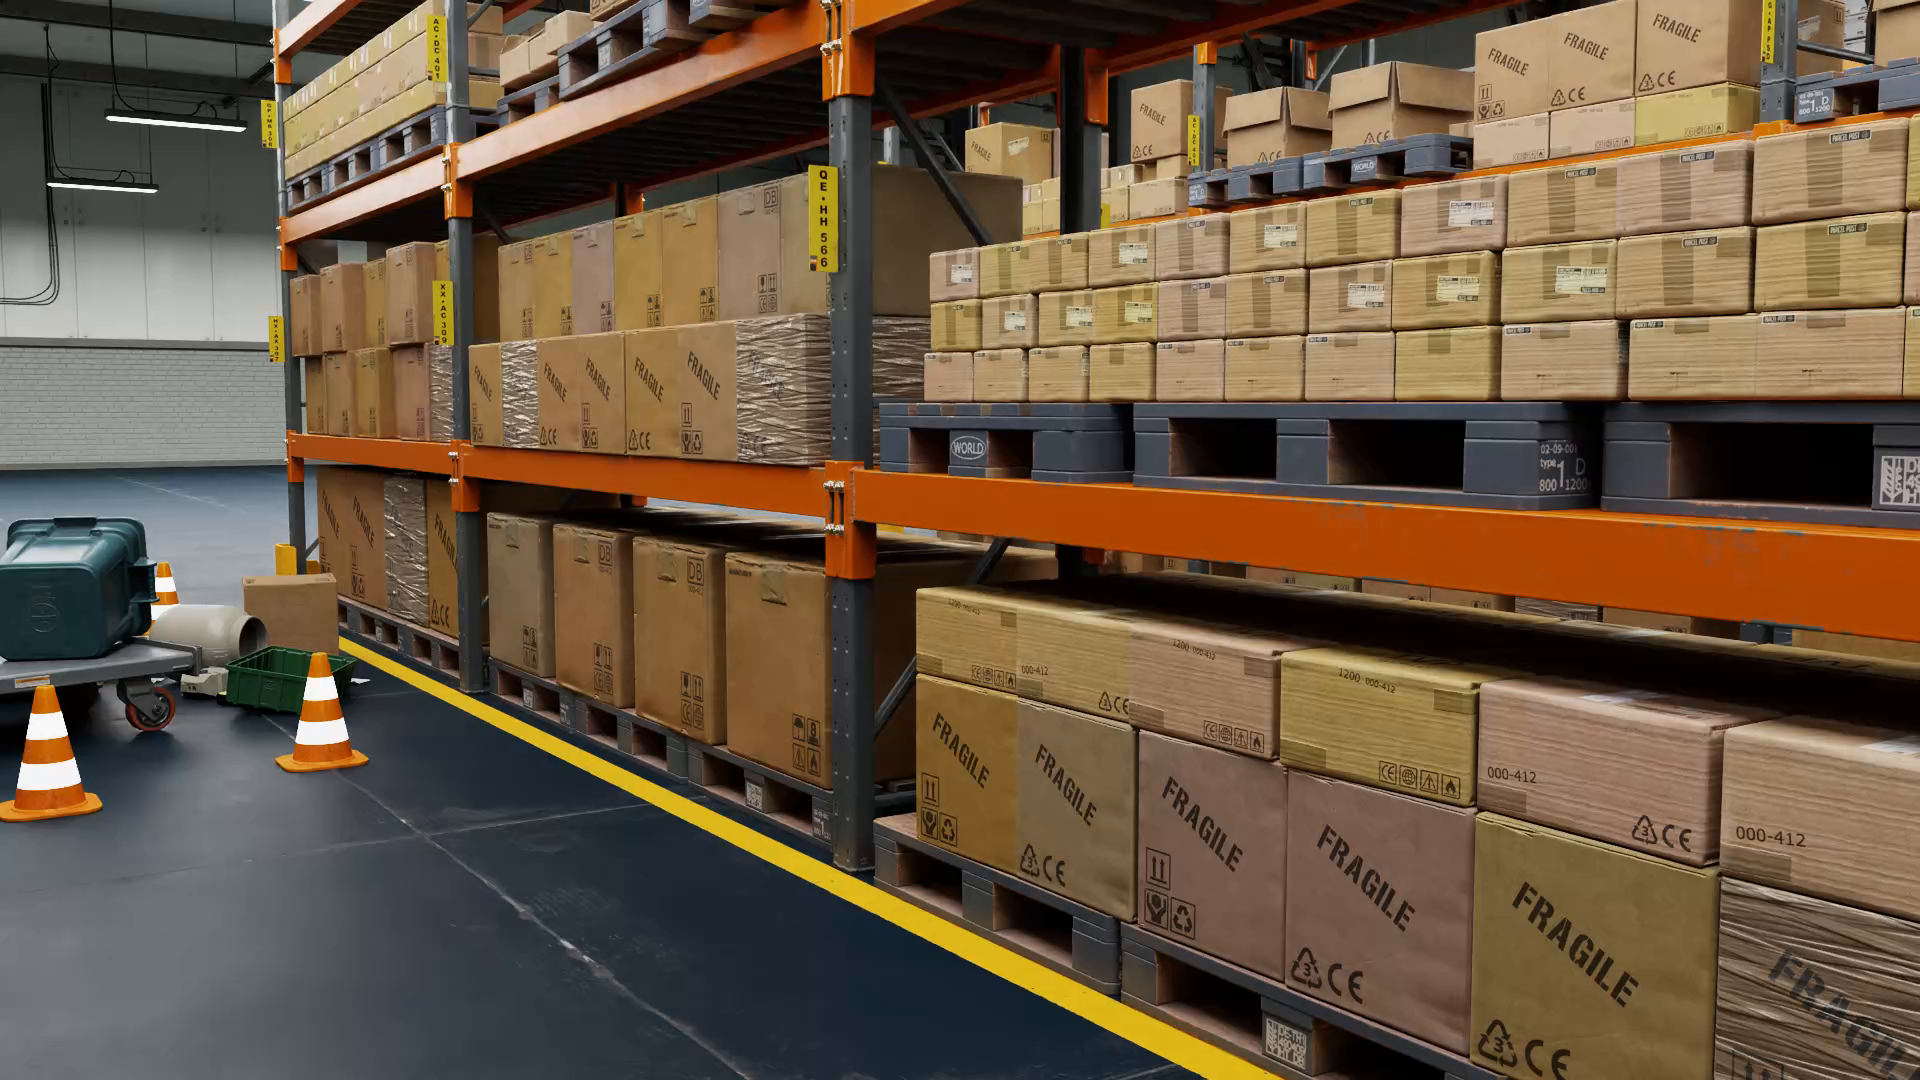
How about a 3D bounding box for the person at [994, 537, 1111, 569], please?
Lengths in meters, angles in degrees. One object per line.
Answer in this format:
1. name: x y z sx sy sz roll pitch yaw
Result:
1. person: 0.543 -0.002 9.408 0.779 1.501 0.476 -3 6 -35
